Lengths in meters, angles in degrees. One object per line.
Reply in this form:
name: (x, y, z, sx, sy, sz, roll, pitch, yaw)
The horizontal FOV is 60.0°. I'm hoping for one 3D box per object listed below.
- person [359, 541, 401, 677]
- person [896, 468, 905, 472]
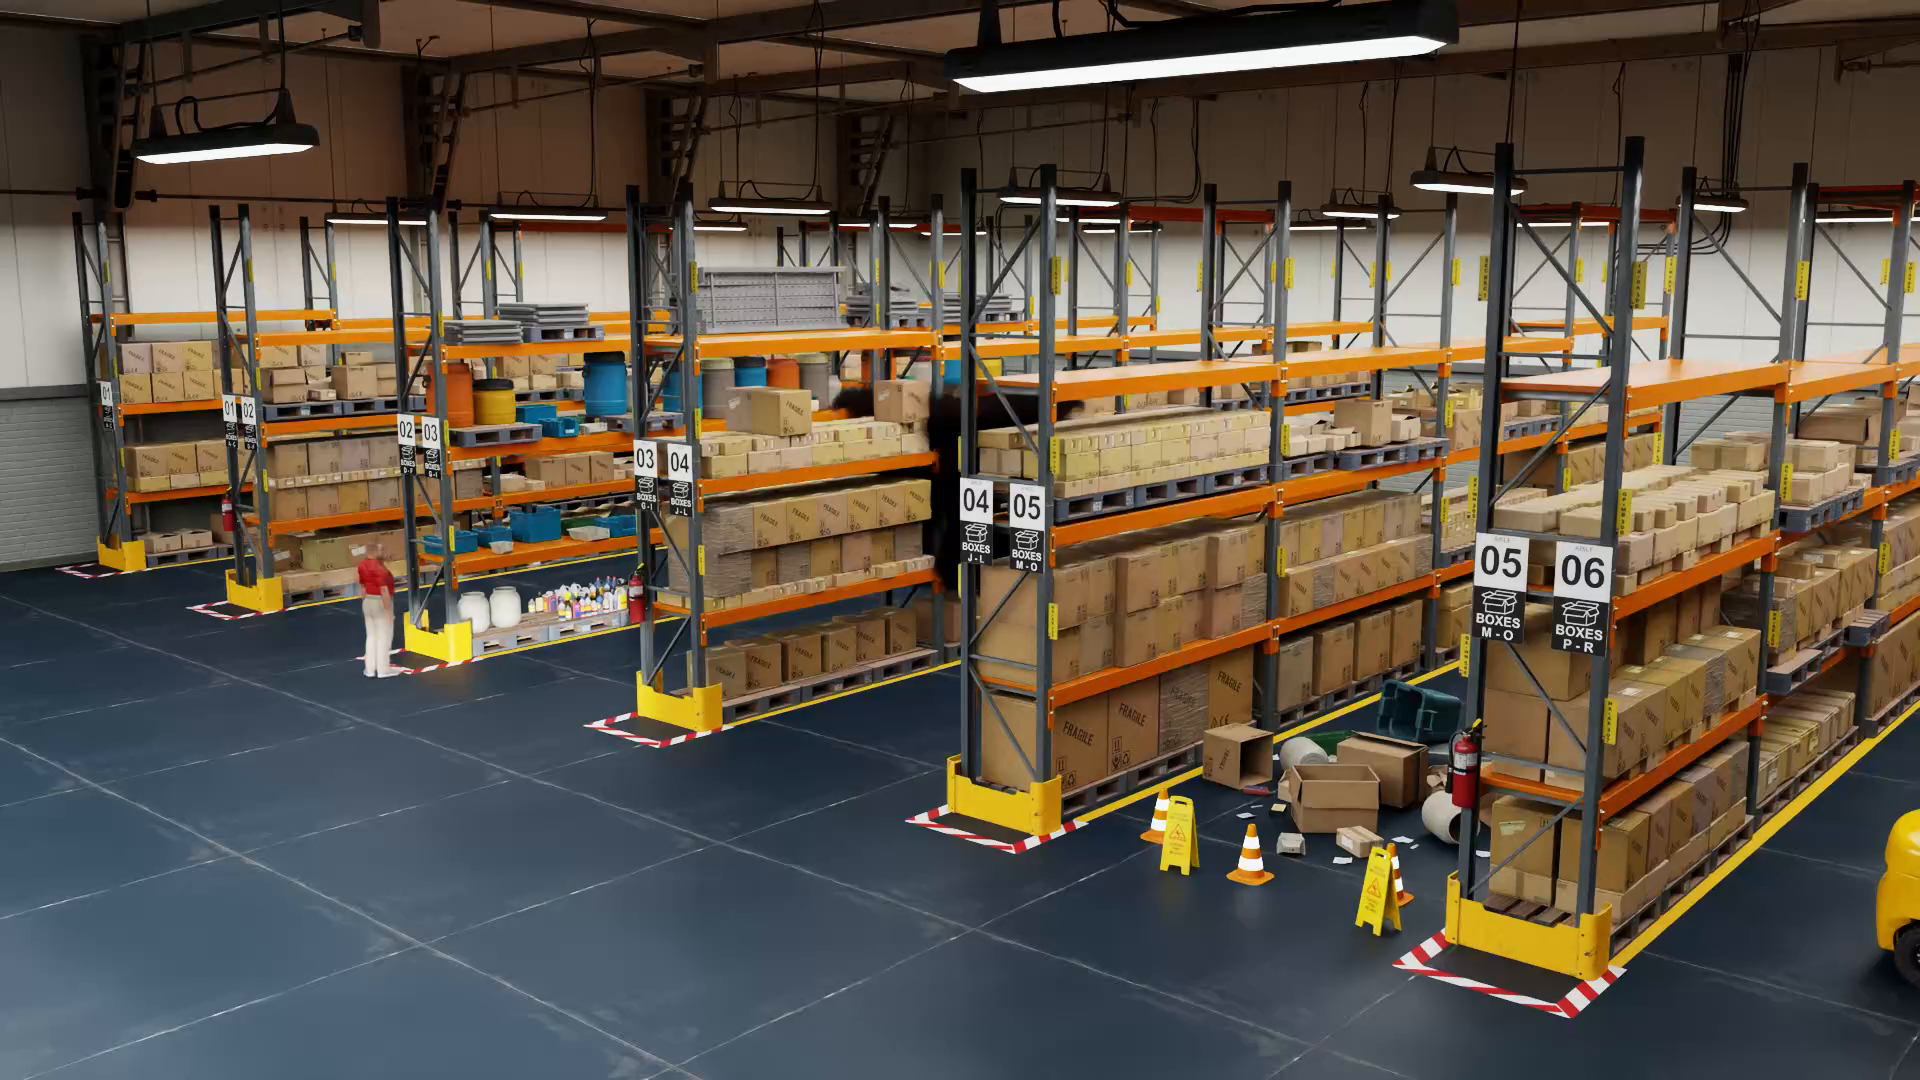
person: (-7.301, 0.859, 20.878, 0.604, 1.729, 0.409, 7, 12, 35)
person: (-1.007, -0.883, 31.733, 0.441, 1.602, 0.508, -7, 12, -37)
